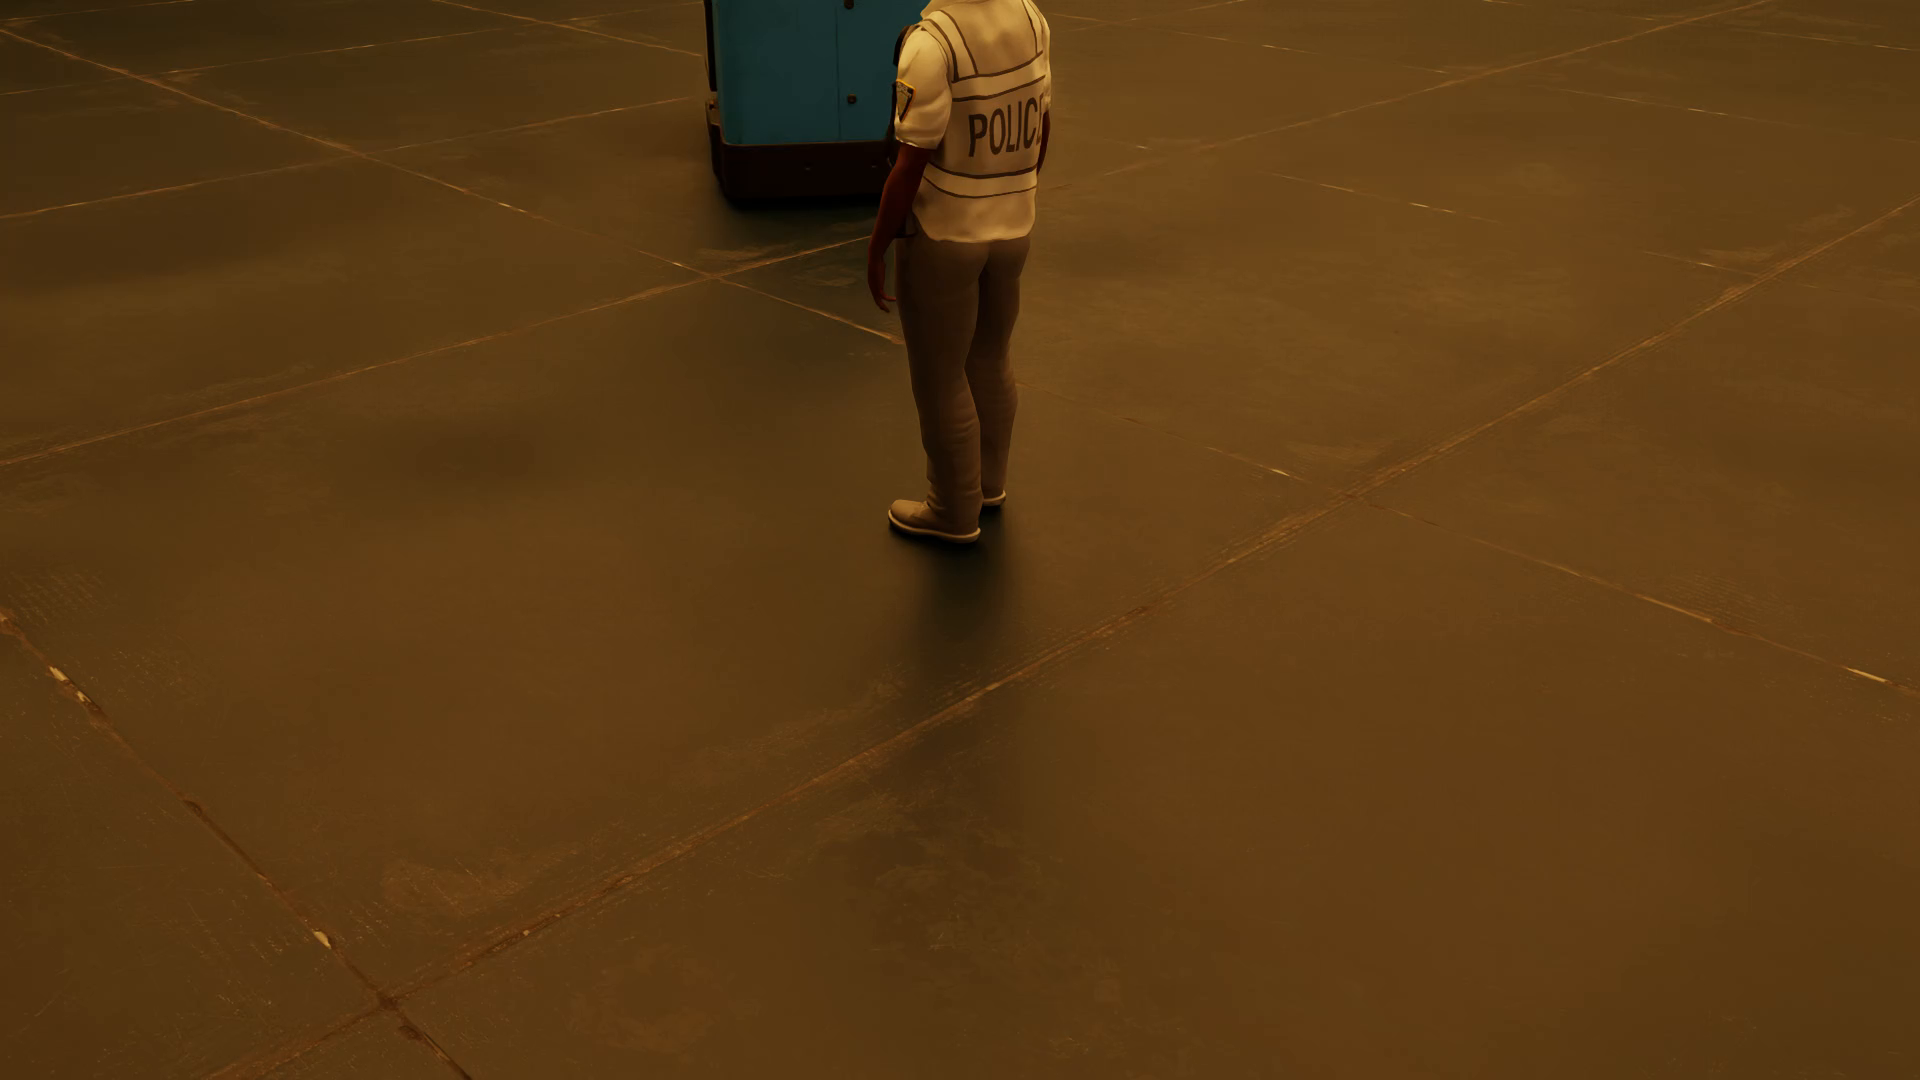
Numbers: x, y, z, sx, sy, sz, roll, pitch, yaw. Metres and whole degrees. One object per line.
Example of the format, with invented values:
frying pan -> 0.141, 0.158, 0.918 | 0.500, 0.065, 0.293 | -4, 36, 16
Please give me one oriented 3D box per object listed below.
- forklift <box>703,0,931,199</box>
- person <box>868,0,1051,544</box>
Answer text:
forklift -> -0.788, -3.486, 8.322 | 1.130, 2.935, 3.031 | -4, 26, -9
person -> -0.038, -0.796, 4.227 | 0.569, 1.692, 0.530 | -24, 35, -39
